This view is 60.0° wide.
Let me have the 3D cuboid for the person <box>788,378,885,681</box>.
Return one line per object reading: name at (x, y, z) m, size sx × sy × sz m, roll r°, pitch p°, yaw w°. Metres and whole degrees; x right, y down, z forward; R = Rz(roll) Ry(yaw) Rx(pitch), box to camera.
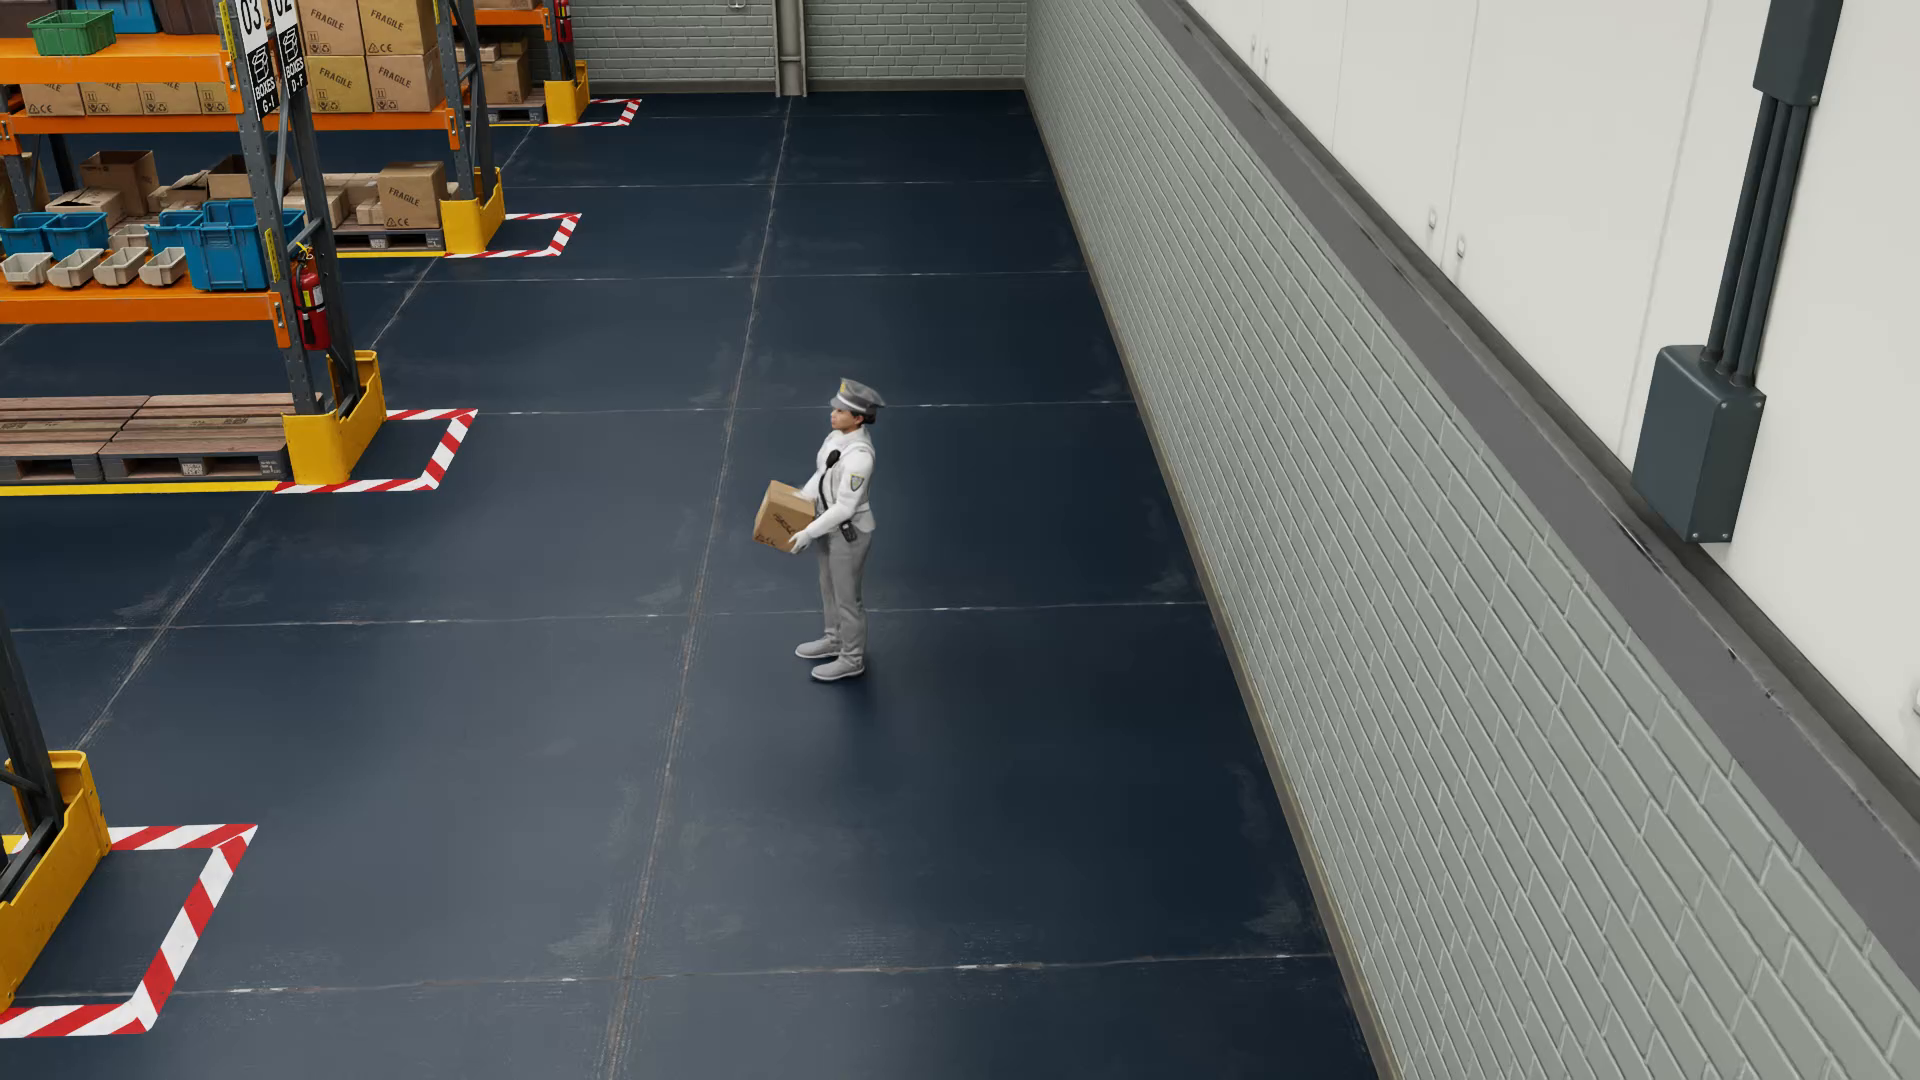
person at (-0.652, -0.048, 8.670) m, size 0.535 × 1.701 × 0.513 m, roll -7°, pitch 29°, yaw -14°
